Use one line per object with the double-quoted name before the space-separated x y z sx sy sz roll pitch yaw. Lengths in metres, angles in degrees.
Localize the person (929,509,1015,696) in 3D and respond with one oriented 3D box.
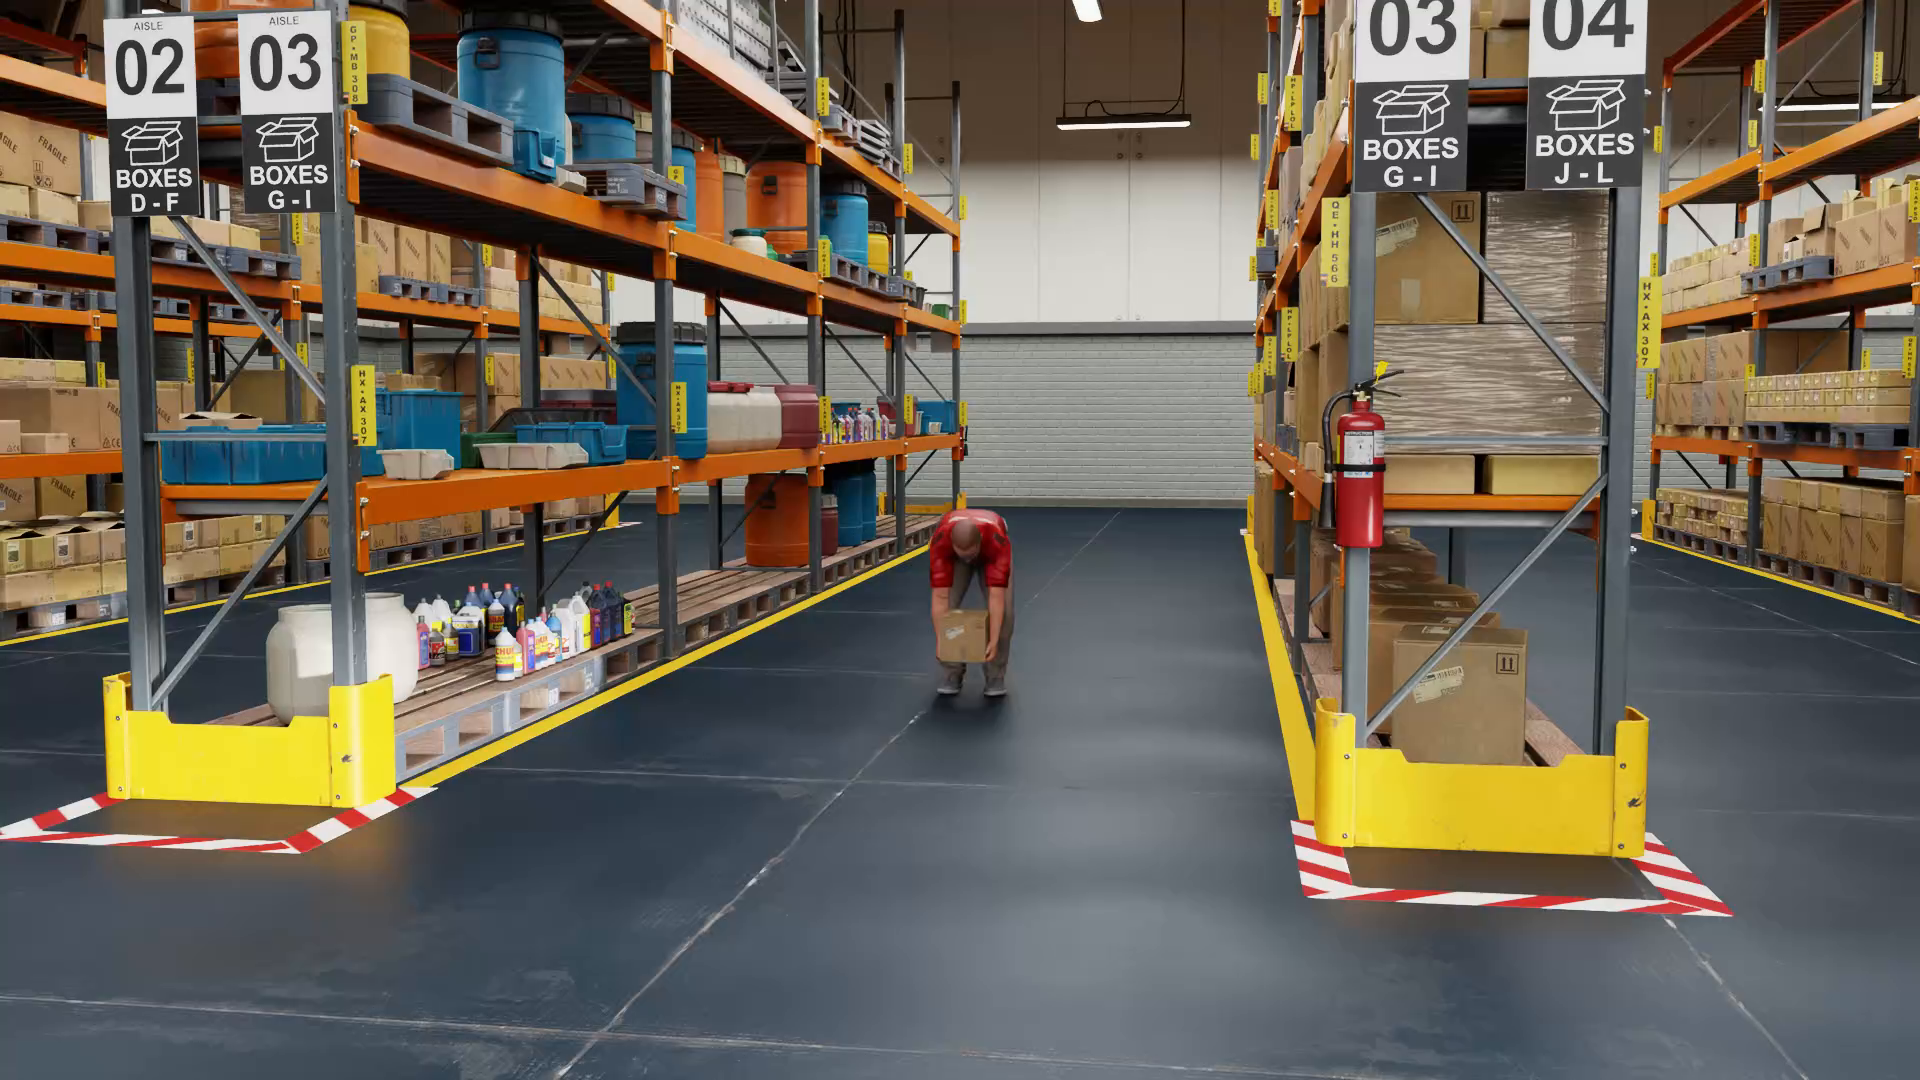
"person" 0.055 0.365 9.364 0.489 1.063 0.961 1 4 6
